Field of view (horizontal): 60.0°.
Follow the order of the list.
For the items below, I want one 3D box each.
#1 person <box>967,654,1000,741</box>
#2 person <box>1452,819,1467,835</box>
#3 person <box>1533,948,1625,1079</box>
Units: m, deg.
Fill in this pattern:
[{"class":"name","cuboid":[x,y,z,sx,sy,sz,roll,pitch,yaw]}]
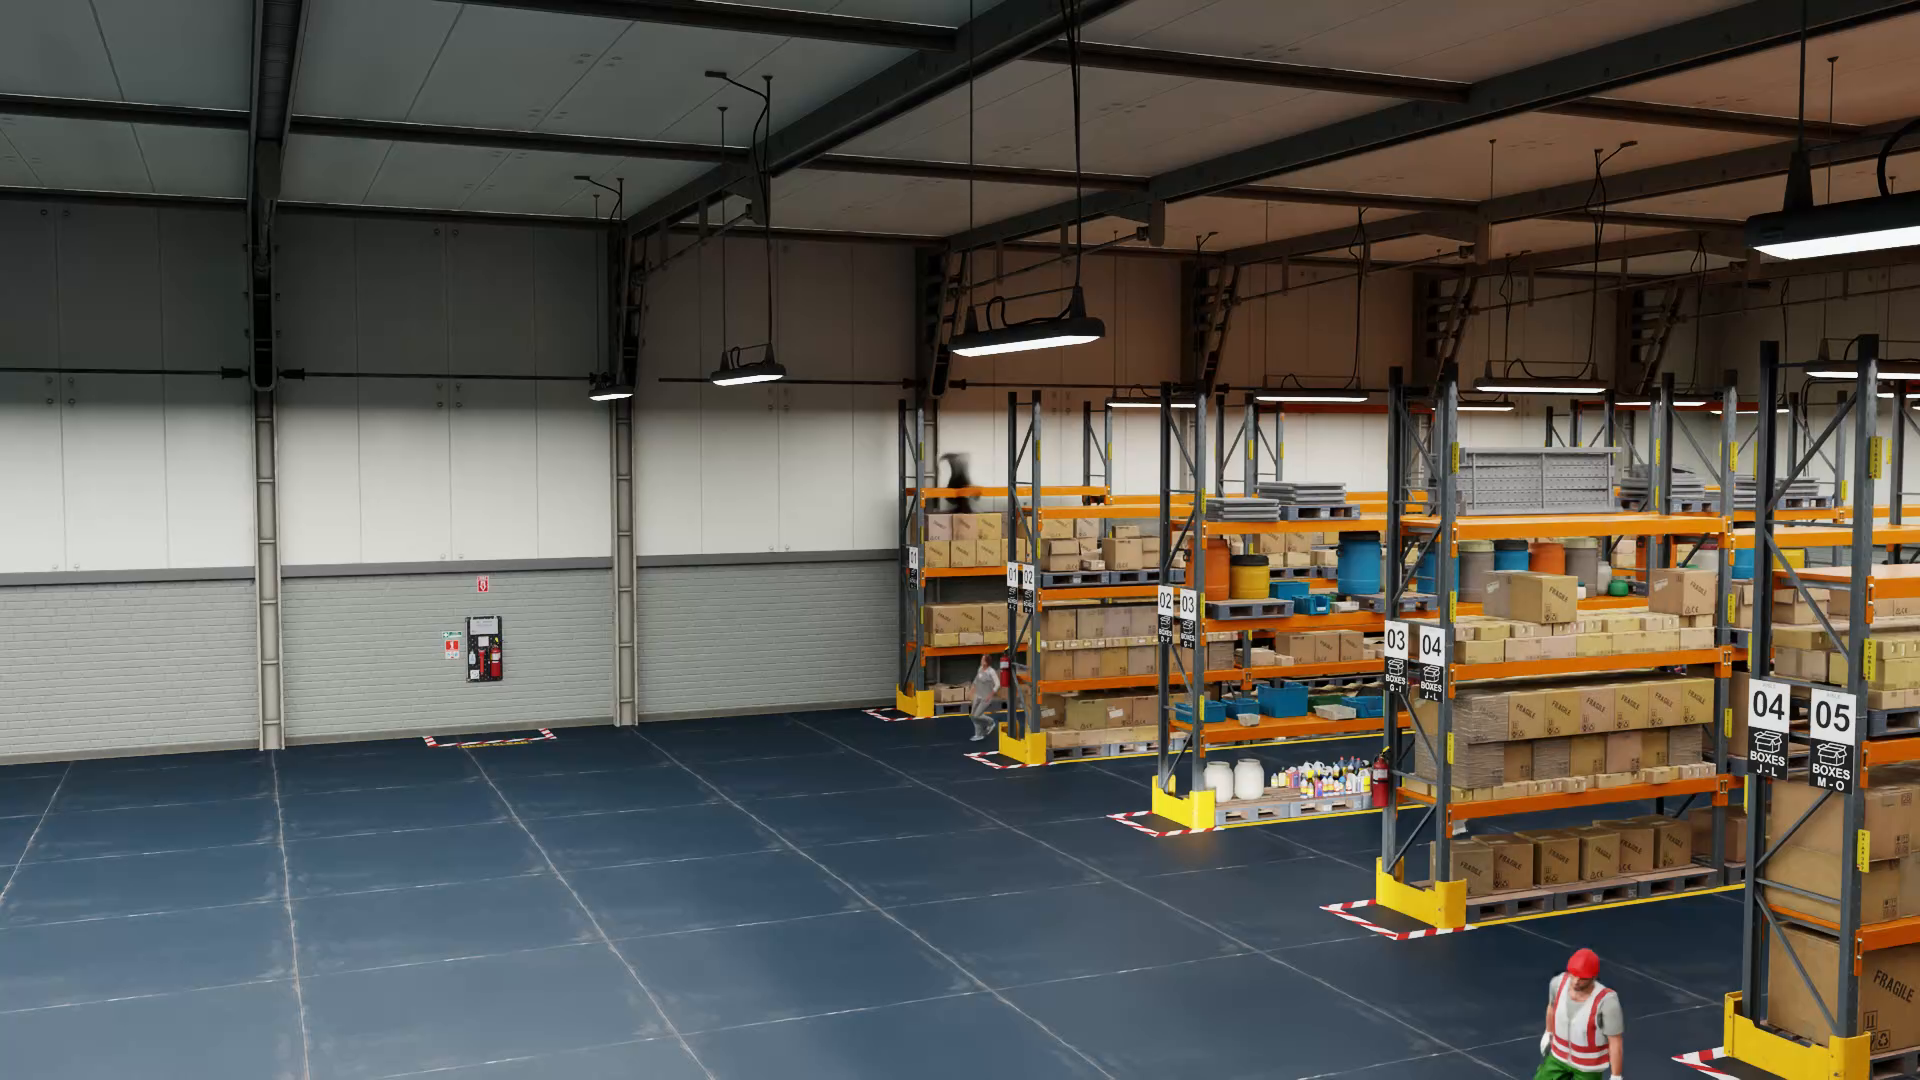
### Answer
[{"class":"person","cuboid":[0.432,2.724,28.723,0.497,1.540,0.589,-3,4,-39]},{"class":"person","cuboid":[6.561,3.117,21.864,0.541,1.583,0.655,-1,3,-17]},{"class":"person","cuboid":[4.313,3.618,11.567,0.686,1.700,0.790,-3,4,-42]}]
